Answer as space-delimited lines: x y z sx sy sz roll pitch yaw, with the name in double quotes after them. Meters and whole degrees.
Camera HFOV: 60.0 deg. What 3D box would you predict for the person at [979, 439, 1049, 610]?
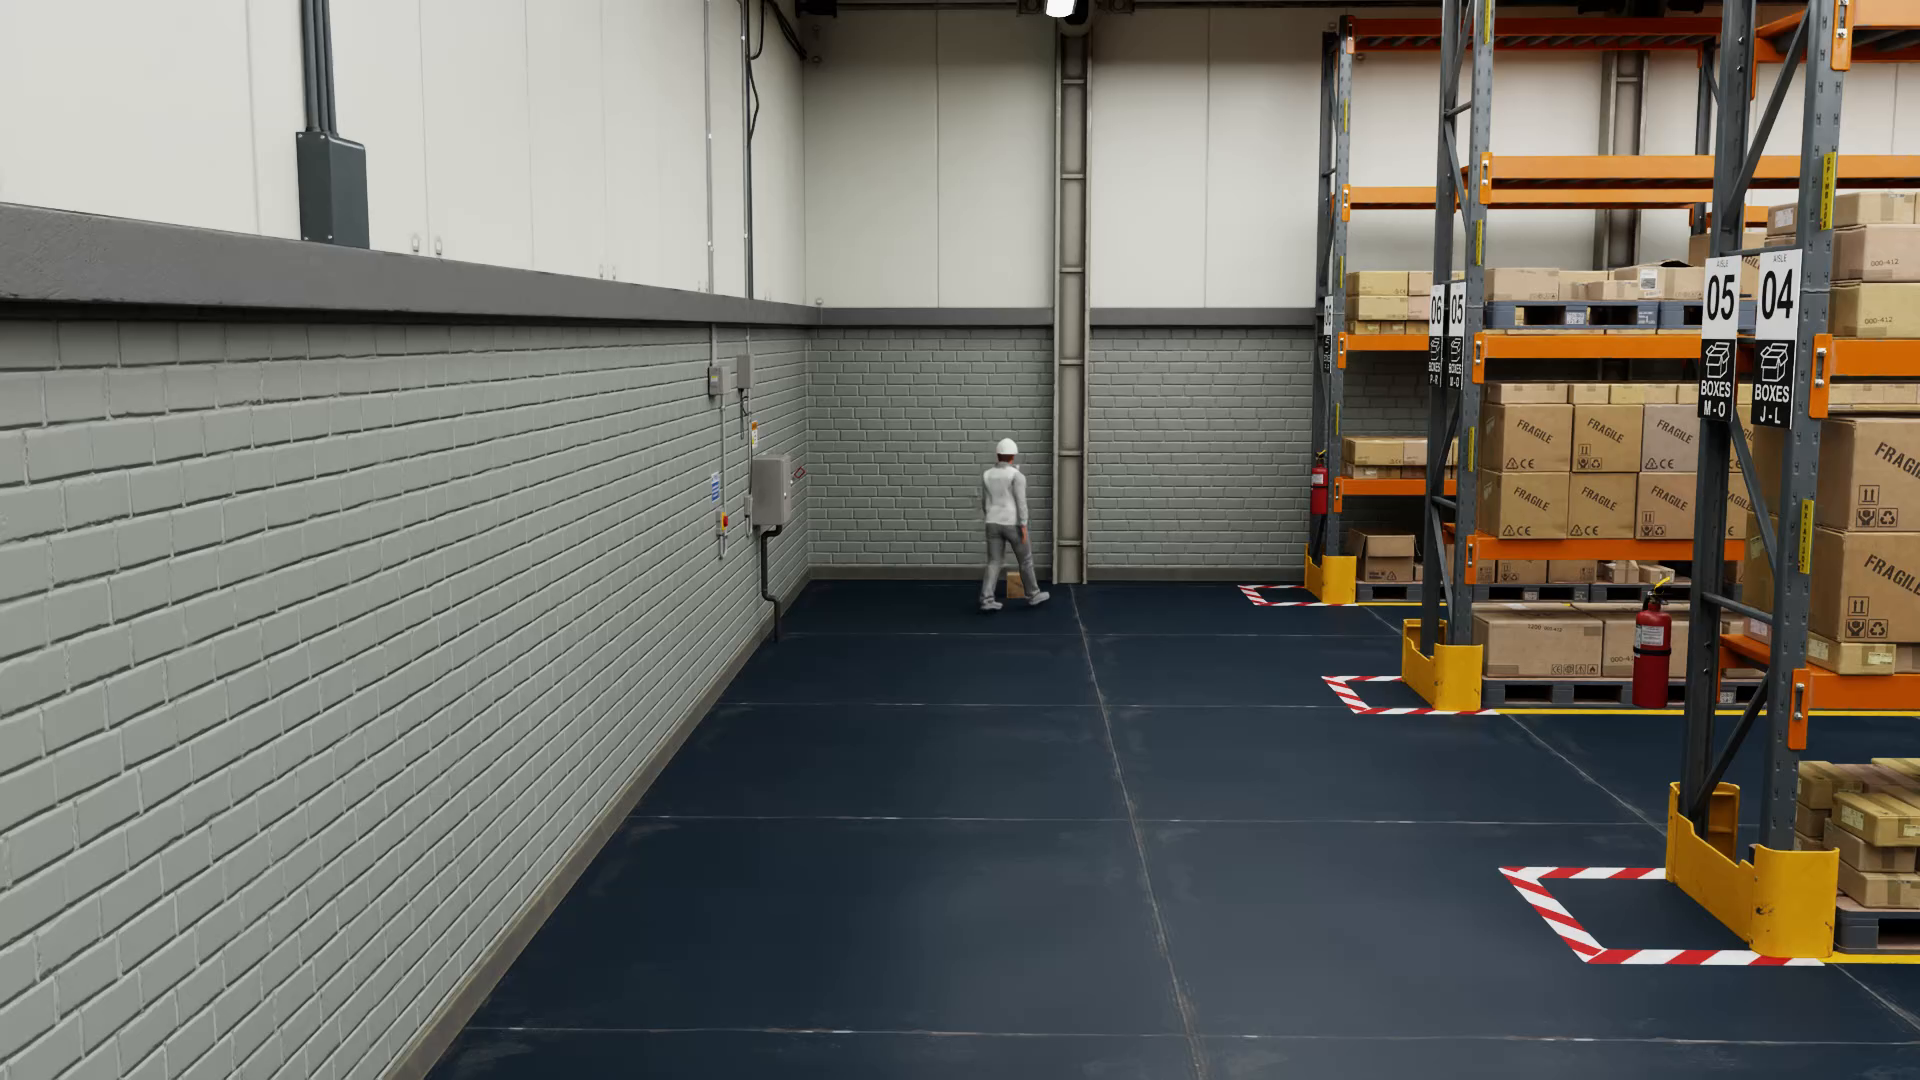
0.501 -0.174 17.003 0.572 1.731 0.927 4 8 28 "person"
